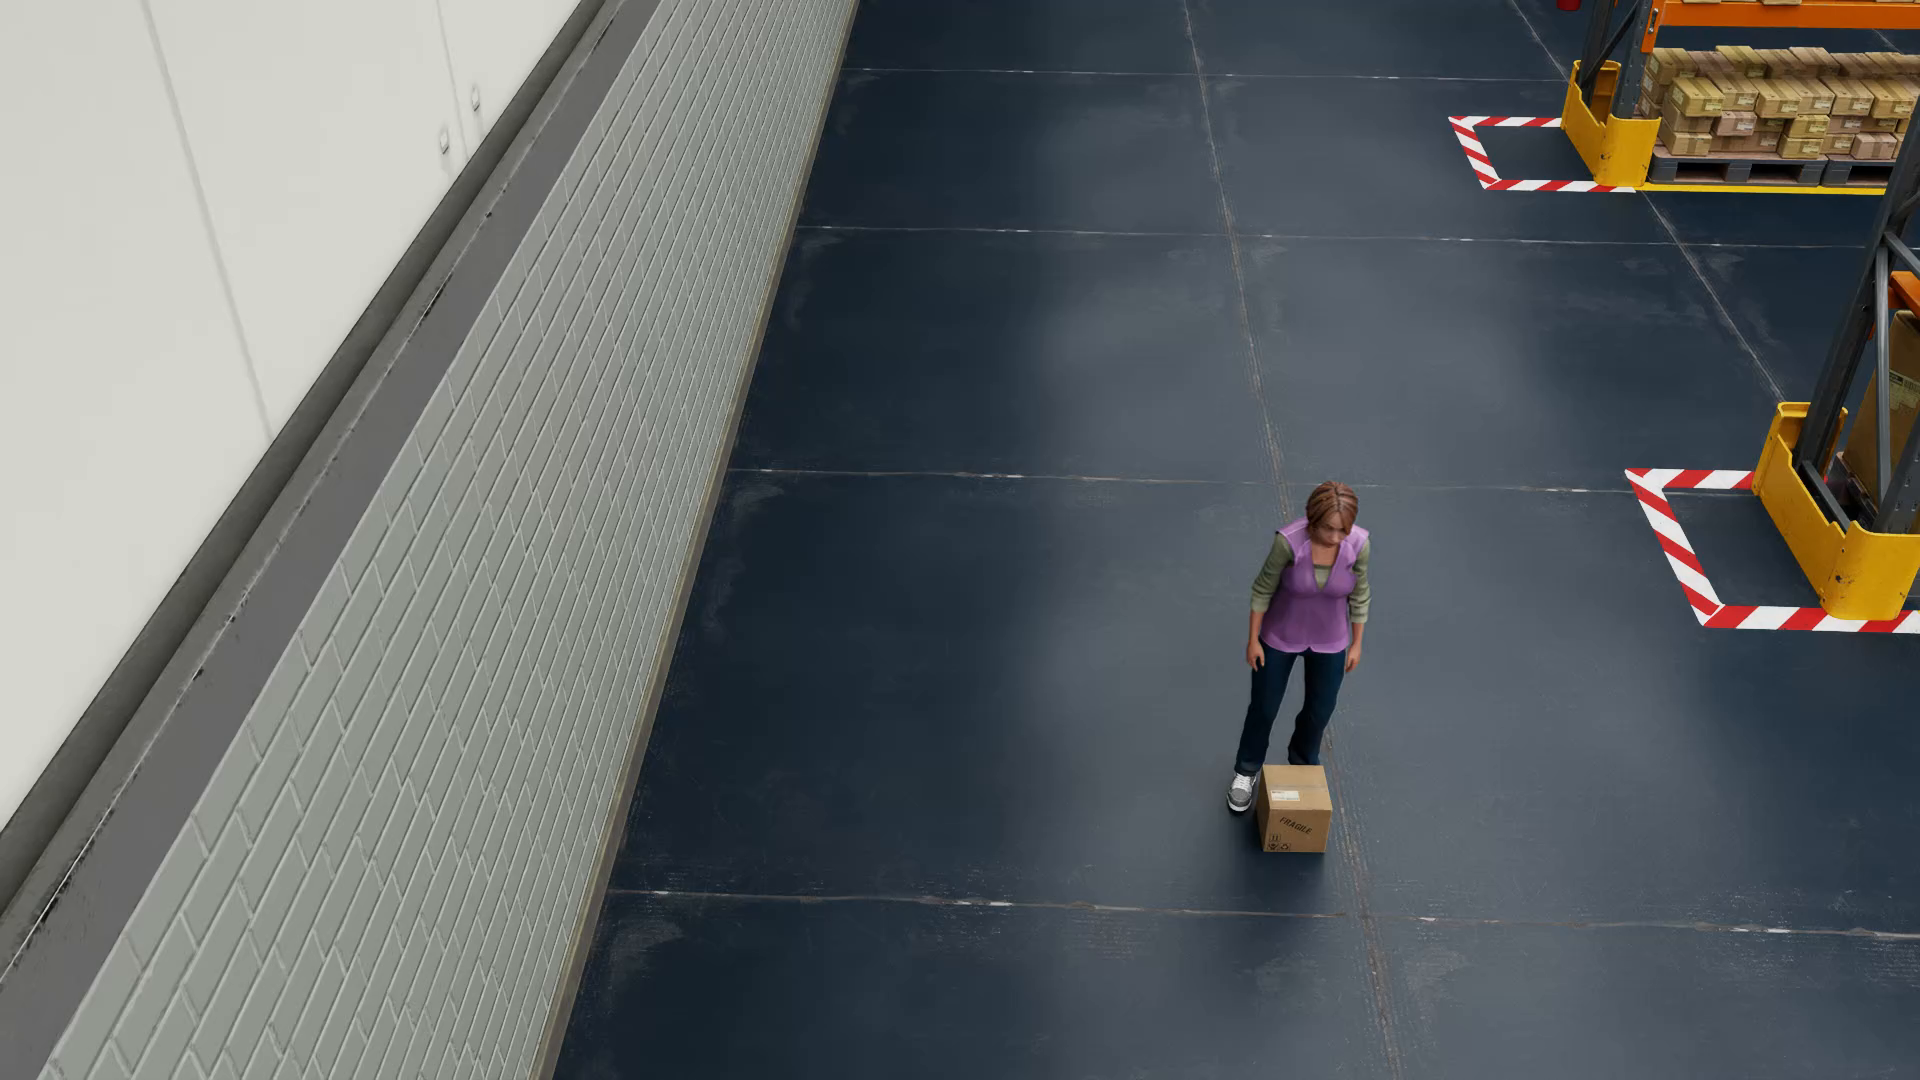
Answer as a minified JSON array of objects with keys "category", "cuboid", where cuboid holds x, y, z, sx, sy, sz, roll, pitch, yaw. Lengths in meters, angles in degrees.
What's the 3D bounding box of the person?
[{"category":"person","cuboid":[1.356,0.410,6.561,0.467,1.593,0.350,1,36,1]}]
